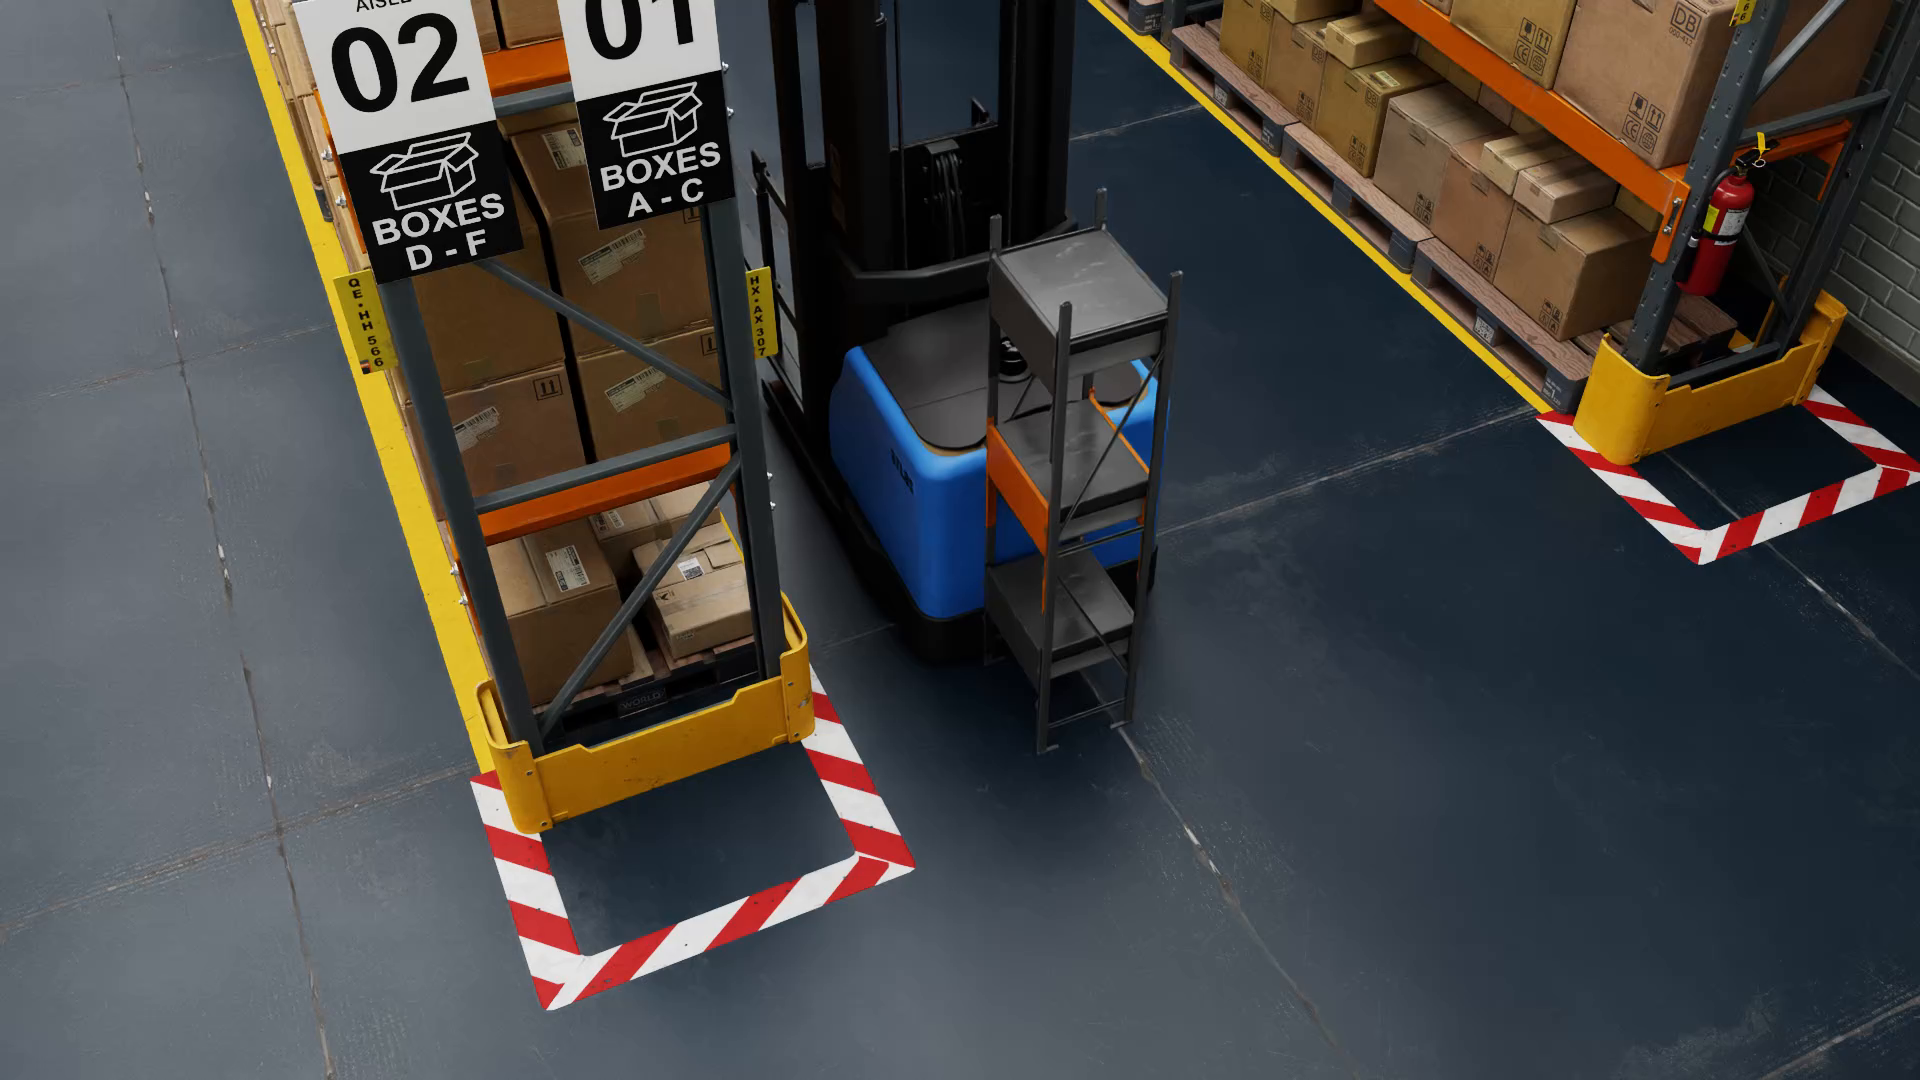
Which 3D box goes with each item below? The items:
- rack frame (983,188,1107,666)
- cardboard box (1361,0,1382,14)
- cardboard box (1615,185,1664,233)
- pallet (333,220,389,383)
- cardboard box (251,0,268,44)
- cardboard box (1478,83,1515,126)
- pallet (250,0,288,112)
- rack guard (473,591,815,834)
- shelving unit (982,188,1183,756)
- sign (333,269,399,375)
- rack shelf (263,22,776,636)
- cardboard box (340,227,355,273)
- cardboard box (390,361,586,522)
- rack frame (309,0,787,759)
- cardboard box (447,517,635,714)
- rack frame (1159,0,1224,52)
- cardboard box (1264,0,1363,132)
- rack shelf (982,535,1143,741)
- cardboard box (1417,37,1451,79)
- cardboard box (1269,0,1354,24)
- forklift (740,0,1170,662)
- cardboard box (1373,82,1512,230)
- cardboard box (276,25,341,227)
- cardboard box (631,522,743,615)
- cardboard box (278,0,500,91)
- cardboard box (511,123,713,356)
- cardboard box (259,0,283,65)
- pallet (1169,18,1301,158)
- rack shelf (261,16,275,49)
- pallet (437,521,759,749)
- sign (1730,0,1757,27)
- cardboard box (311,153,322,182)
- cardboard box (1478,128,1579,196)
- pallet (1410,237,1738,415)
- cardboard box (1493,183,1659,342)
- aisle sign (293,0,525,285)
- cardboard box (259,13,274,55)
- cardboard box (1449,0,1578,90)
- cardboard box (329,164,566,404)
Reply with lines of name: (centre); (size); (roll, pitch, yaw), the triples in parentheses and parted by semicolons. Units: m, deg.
rack frame: (0.279, -0.305, 5.933); (0.400, 2.100, 0.015); (-17, 47, -17)
cardboard box: (2.381, -2.864, 8.904); (0.380, 0.149, 0.250); (-19, 48, -19)
cardboard box: (3.237, -1.569, 7.592); (0.380, 0.149, 0.250); (-18, 47, -17)
pallet: (-2.499, -1.336, 8.322); (1.003, 0.211, 1.213); (-18, 47, -17)
cardboard box: (-3.881, -3.224, 9.717); (0.500, 0.500, 0.500); (-20, 48, -19)
cardboard box: (2.811, -2.213, 8.245); (0.380, 0.149, 0.250); (-17, 47, -17)
pallet: (-3.680, -3.060, 10.069); (1.003, 0.211, 1.213); (-18, 47, -17)
rack guard: (-1.137, 0.624, 6.131); (1.175, 0.500, 0.348); (-18, 47, -17)
shelving unit: (0.377, -0.149, 5.774); (0.431, 2.100, 0.503); (-17, 47, -17)
sign: (-1.617, -0.591, 4.533); (0.100, 0.325, 0.005); (-18, 47, -17)
rack shelf: (-1.946, -1.236, 6.748); (1.077, 0.370, 4.000); (-18, 47, -17)
cardboard box: (-1.966, -1.107, 6.034); (0.500, 0.500, 0.500); (-18, 47, -17)
cardboard box: (-1.540, -0.458, 5.376); (0.500, 0.500, 0.500); (-17, 47, -16)
rack frame: (-1.105, -0.217, 5.203); (1.000, 3.000, 0.127); (-18, 47, -17)
cardboard box: (-1.557, 0.242, 6.204); (0.500, 0.500, 0.500); (-18, 47, -17)
rack frame: (1.706, -4.232, 9.272); (1.000, 3.000, 0.127); (-18, 47, -17)
cardboard box: (2.136, -2.663, 9.163); (0.700, 0.500, 0.500); (-18, 48, -18)
rack shelf: (0.377, 0.359, 6.276); (0.431, 0.518, 0.480); (-17, 47, -17)
cardboard box: (2.596, -2.538, 8.574); (0.380, 0.149, 0.250); (-19, 48, -18)
cardboard box: (1.906, -2.943, 8.985); (0.380, 0.149, 0.250); (-17, 47, -16)
forklift: (-0.260, -1.609, 6.662); (1.130, 2.935, 3.031); (-17, 47, -17)
cardboard box: (2.580, -1.998, 8.489); (0.700, 0.500, 0.500); (-19, 48, -19)
cardboard box: (-1.977, -1.462, 5.682); (0.500, 0.500, 0.500); (-17, 47, -16)
cardboard box: (-1.074, 0.107, 6.579); (0.380, 0.166, 0.250); (-18, 47, -17)
cardboard box: (-1.560, -1.481, 4.455); (0.500, 0.250, 0.500); (-18, 47, -17)
cardboard box: (-1.052, -0.970, 5.183); (0.500, 0.500, 0.500); (-17, 47, -16)
cardboard box: (-2.411, -2.118, 6.347); (0.500, 0.500, 0.500); (-19, 48, -19)
pallet: (1.955, -2.731, 9.737); (1.003, 0.211, 1.213); (-18, 47, -17)
rack shelf: (-3.628, -3.785, 9.331); (1.077, 0.370, 4.000); (-18, 47, -17)
pallet: (-1.473, 0.219, 6.747); (1.003, 0.211, 1.213); (-18, 47, -17)
sign: (2.890, -2.028, 6.045); (0.100, 0.325, 0.005); (-18, 47, -17)
cardboard box: (-2.393, -1.752, 6.687); (0.500, 0.500, 0.500); (-18, 47, -18)
cardboard box: (2.675, -1.781, 7.807); (0.380, 0.149, 0.250); (-17, 47, -16)
pallet: (2.981, -1.176, 8.161); (1.003, 0.211, 1.213); (-18, 47, -17)
cardboard box: (3.003, -1.359, 7.841); (0.700, 0.500, 0.500); (-18, 47, -17)
aisle sign: (-1.354, -1.009, 4.155); (0.394, 0.787, 0.004); (-18, 47, -17)
cardboard box: (-3.455, -2.581, 9.065); (0.500, 0.500, 0.500); (-18, 47, -17)
cardboard box: (2.848, -2.572, 7.376); (0.980, 0.700, 0.700); (-18, 48, -18)
cardboard box: (-1.542, -0.811, 5.022); (0.500, 0.500, 0.500); (-18, 48, -18)
